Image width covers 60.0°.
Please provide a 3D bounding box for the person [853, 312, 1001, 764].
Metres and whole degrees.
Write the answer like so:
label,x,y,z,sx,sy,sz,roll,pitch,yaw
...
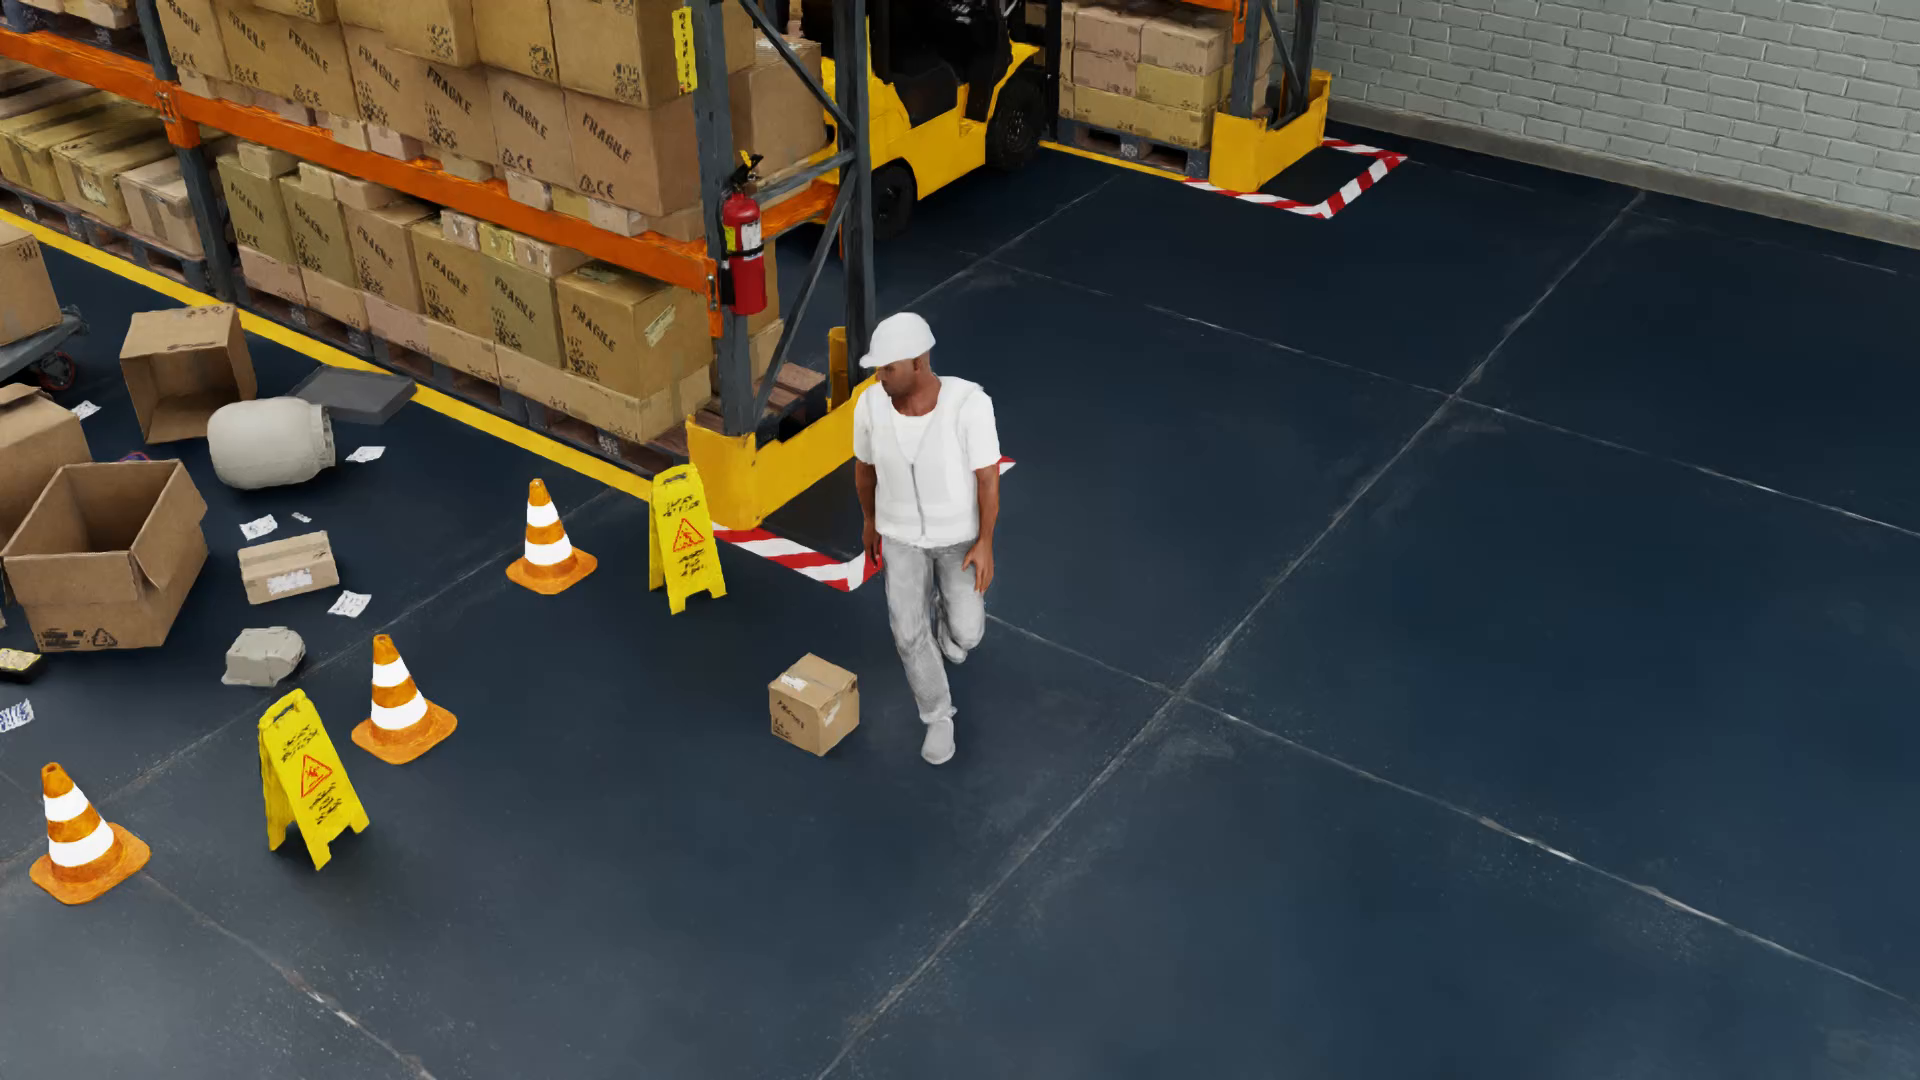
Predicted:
label,x,y,z,sx,sy,sz,roll,pitch,yaw
person,-0.141,-0.029,6.246,0.582,1.686,0.799,5,35,7
